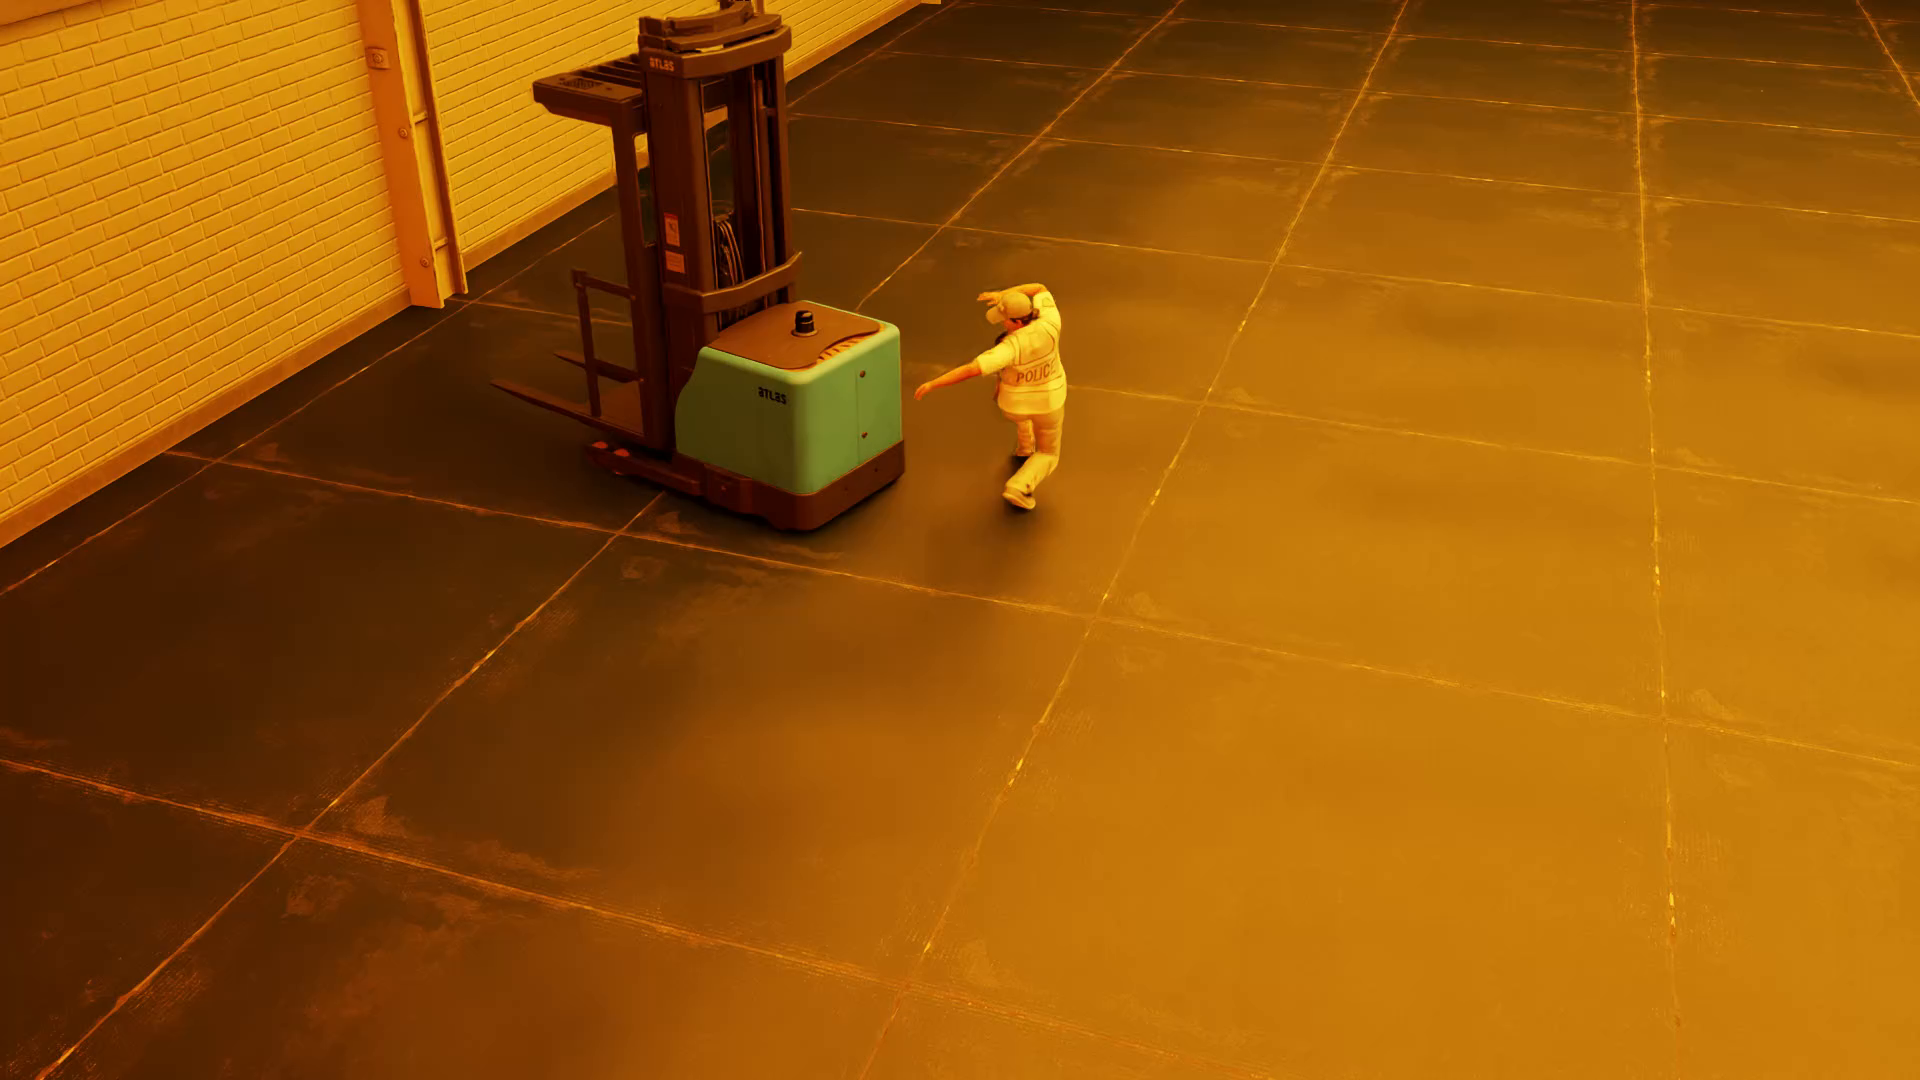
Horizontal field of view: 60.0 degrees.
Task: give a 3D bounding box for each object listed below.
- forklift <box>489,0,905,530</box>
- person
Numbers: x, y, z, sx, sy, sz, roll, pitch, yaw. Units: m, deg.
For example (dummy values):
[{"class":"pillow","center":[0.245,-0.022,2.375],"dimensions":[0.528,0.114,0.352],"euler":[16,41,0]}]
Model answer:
[{"class":"forklift","center":[-1.854,-1.890,10.453],"dimensions":[3.031,2.935,1.130],"euler":[19,35,30]},{"class":"person","center":[0.203,-0.951,10.392],"dimensions":[0.922,1.386,0.929],"euler":[2,30,3]}]
